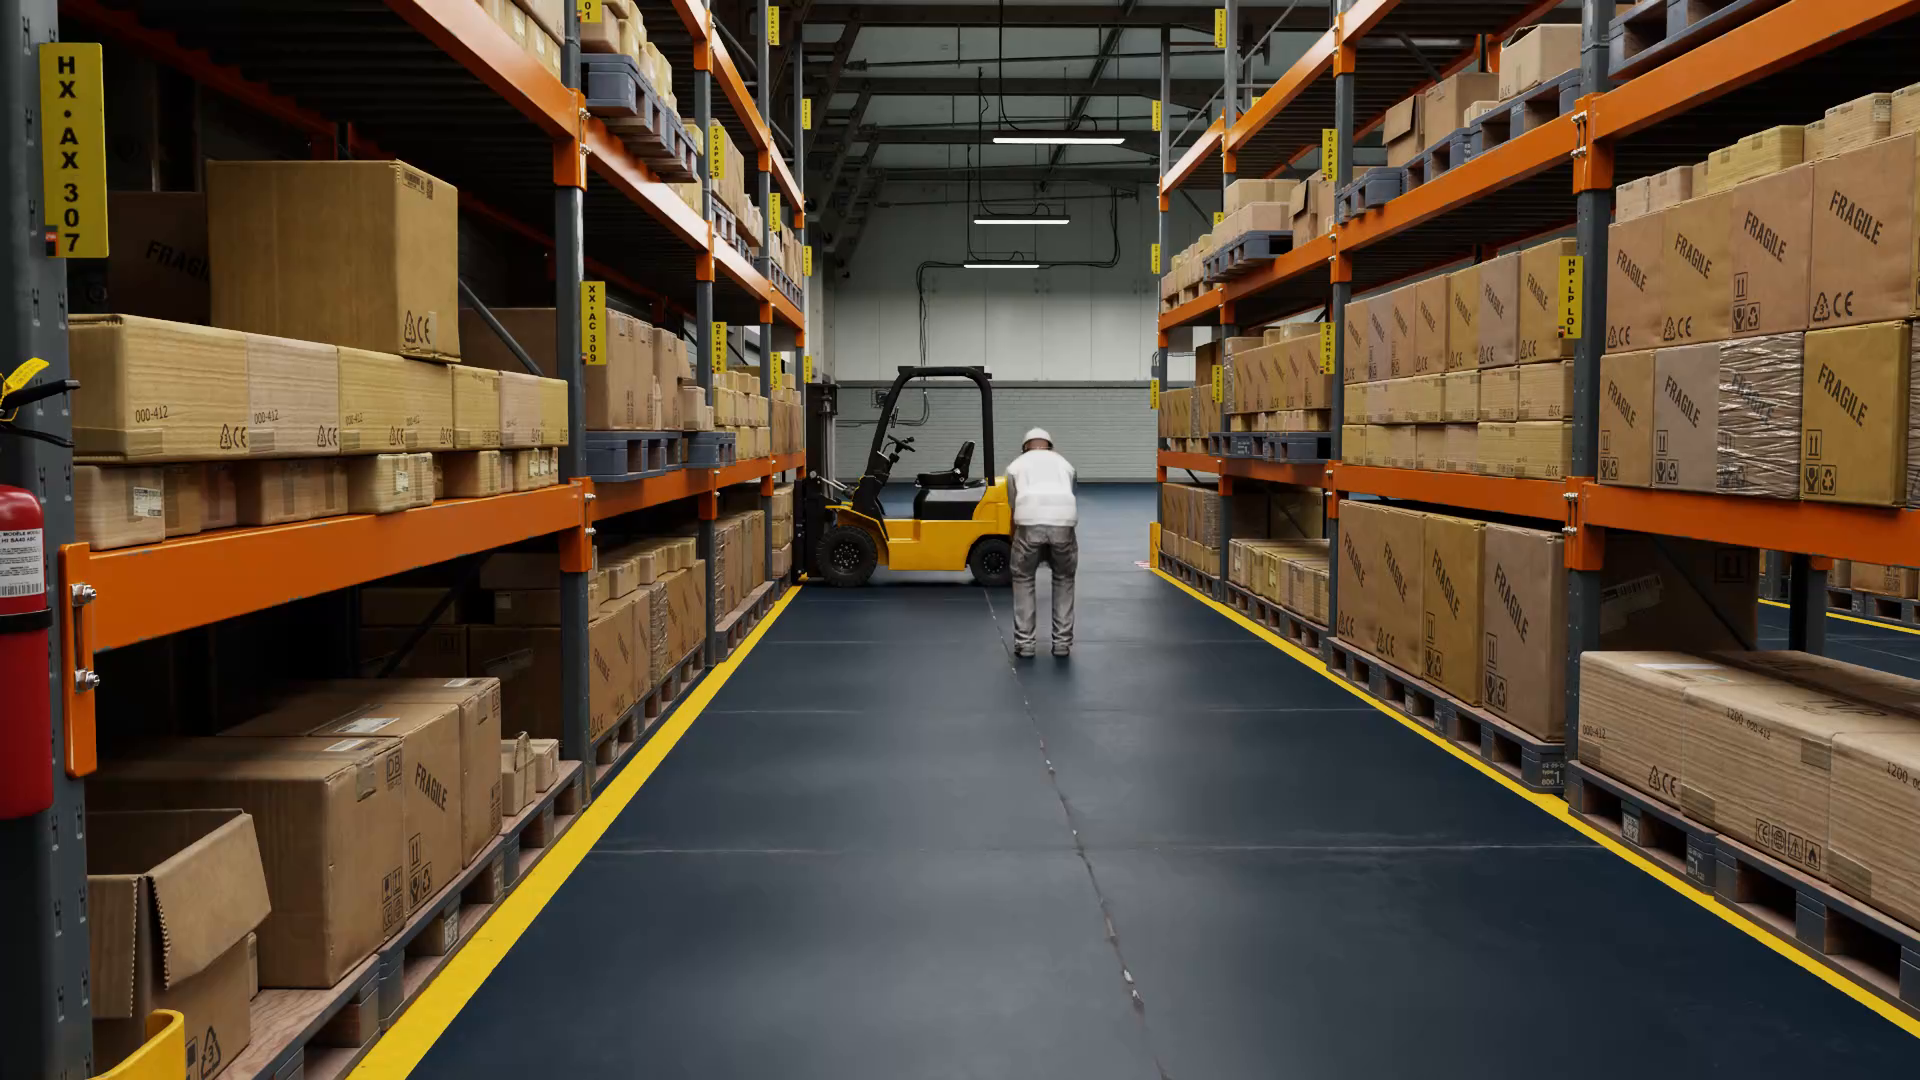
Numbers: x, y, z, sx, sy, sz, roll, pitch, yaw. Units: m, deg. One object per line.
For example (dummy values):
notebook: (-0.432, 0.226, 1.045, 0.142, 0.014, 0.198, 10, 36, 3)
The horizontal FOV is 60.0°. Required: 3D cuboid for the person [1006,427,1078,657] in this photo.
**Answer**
person: (0.556, -0.002, 11.396, 0.471, 1.544, 0.823, 0, 4, -3)
